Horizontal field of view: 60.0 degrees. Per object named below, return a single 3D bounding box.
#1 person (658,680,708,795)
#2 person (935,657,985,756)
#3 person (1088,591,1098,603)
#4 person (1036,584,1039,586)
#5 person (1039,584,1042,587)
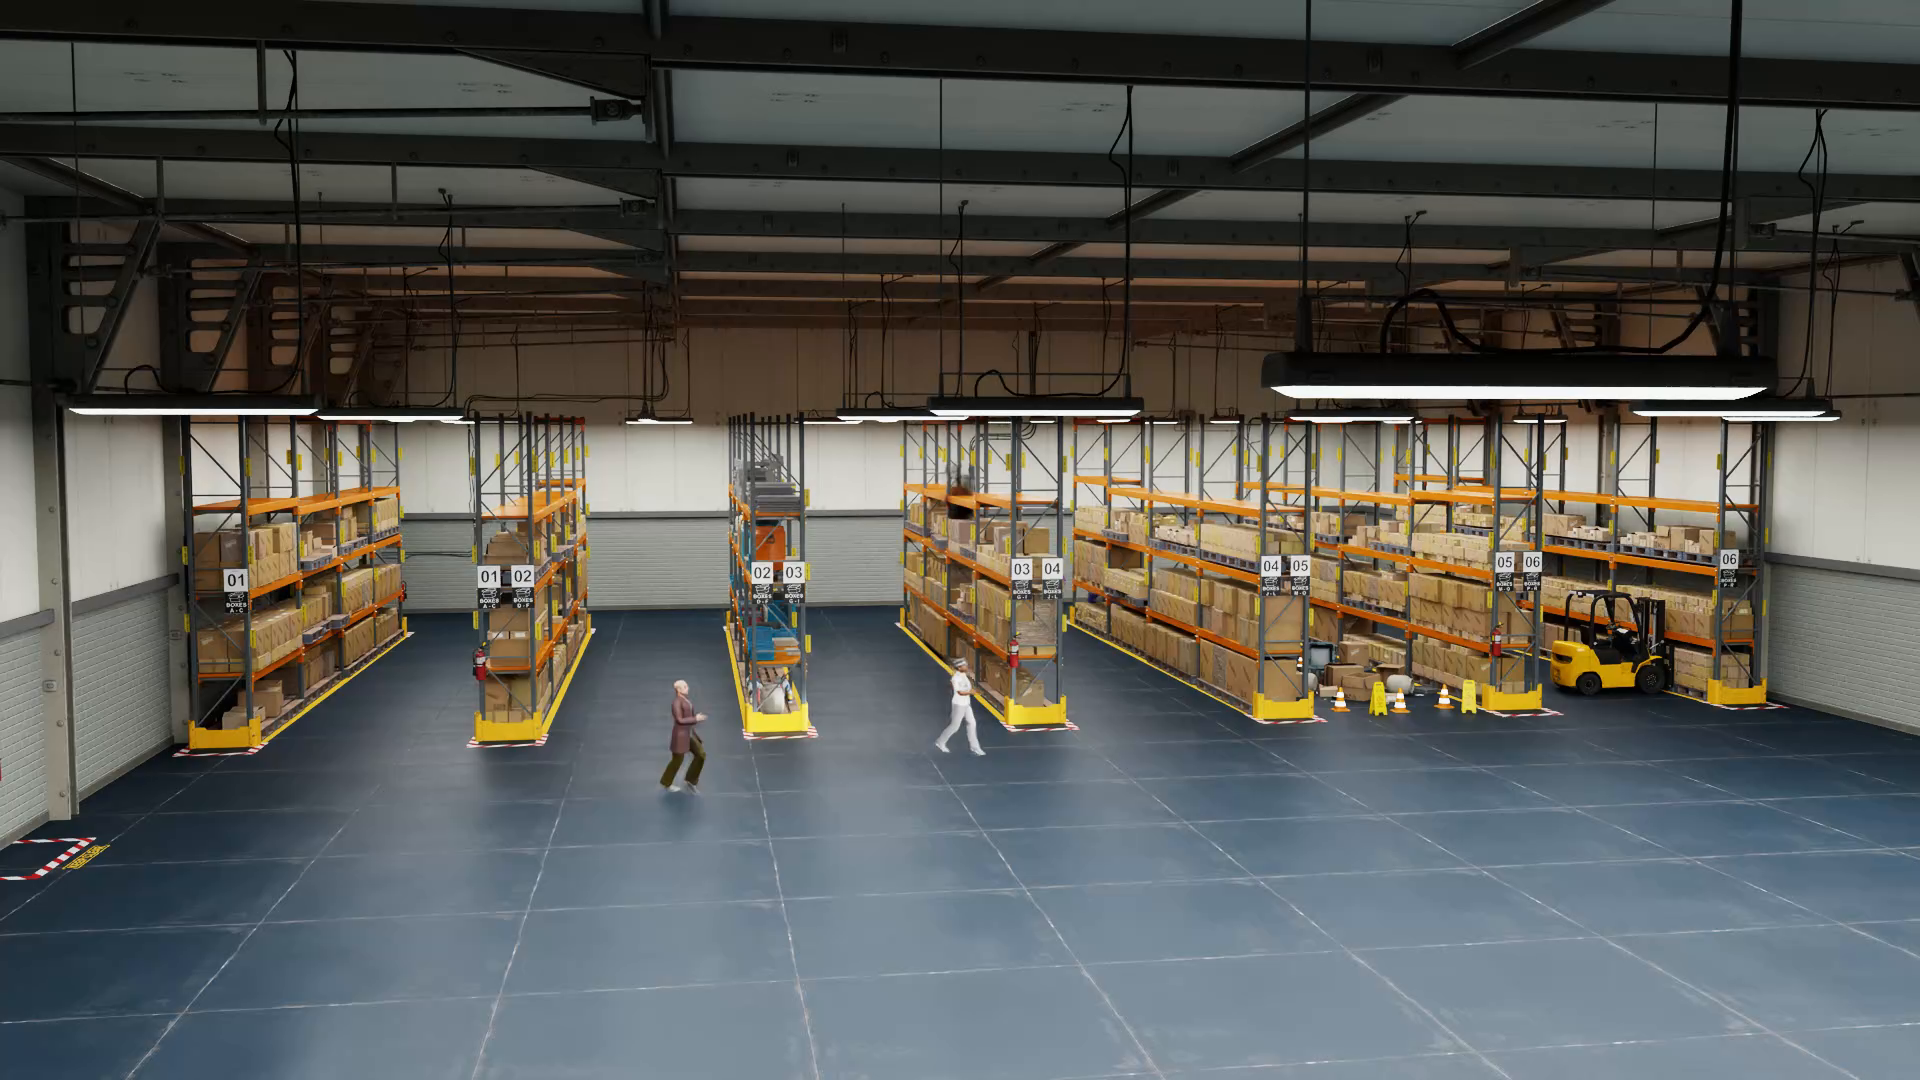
[{"bbox_3d":[-4.296,3.086,25.825,0.811,1.834,0.672,1,4,14],"label":"person"},{"bbox_3d":[0.003,2.893,28.938,0.879,1.720,0.558,1,4,15],"label":"person"},{"bbox_3d":[4.062,1.522,50.042,0.765,1.641,0.630,-2,4,-25],"label":"person"},{"bbox_3d":[2.021,1.602,48.467,0.679,1.647,0.885,2,4,29],"label":"person"},{"bbox_3d":[2.406,1.542,49.005,0.774,1.707,0.509,3,5,41],"label":"person"}]
